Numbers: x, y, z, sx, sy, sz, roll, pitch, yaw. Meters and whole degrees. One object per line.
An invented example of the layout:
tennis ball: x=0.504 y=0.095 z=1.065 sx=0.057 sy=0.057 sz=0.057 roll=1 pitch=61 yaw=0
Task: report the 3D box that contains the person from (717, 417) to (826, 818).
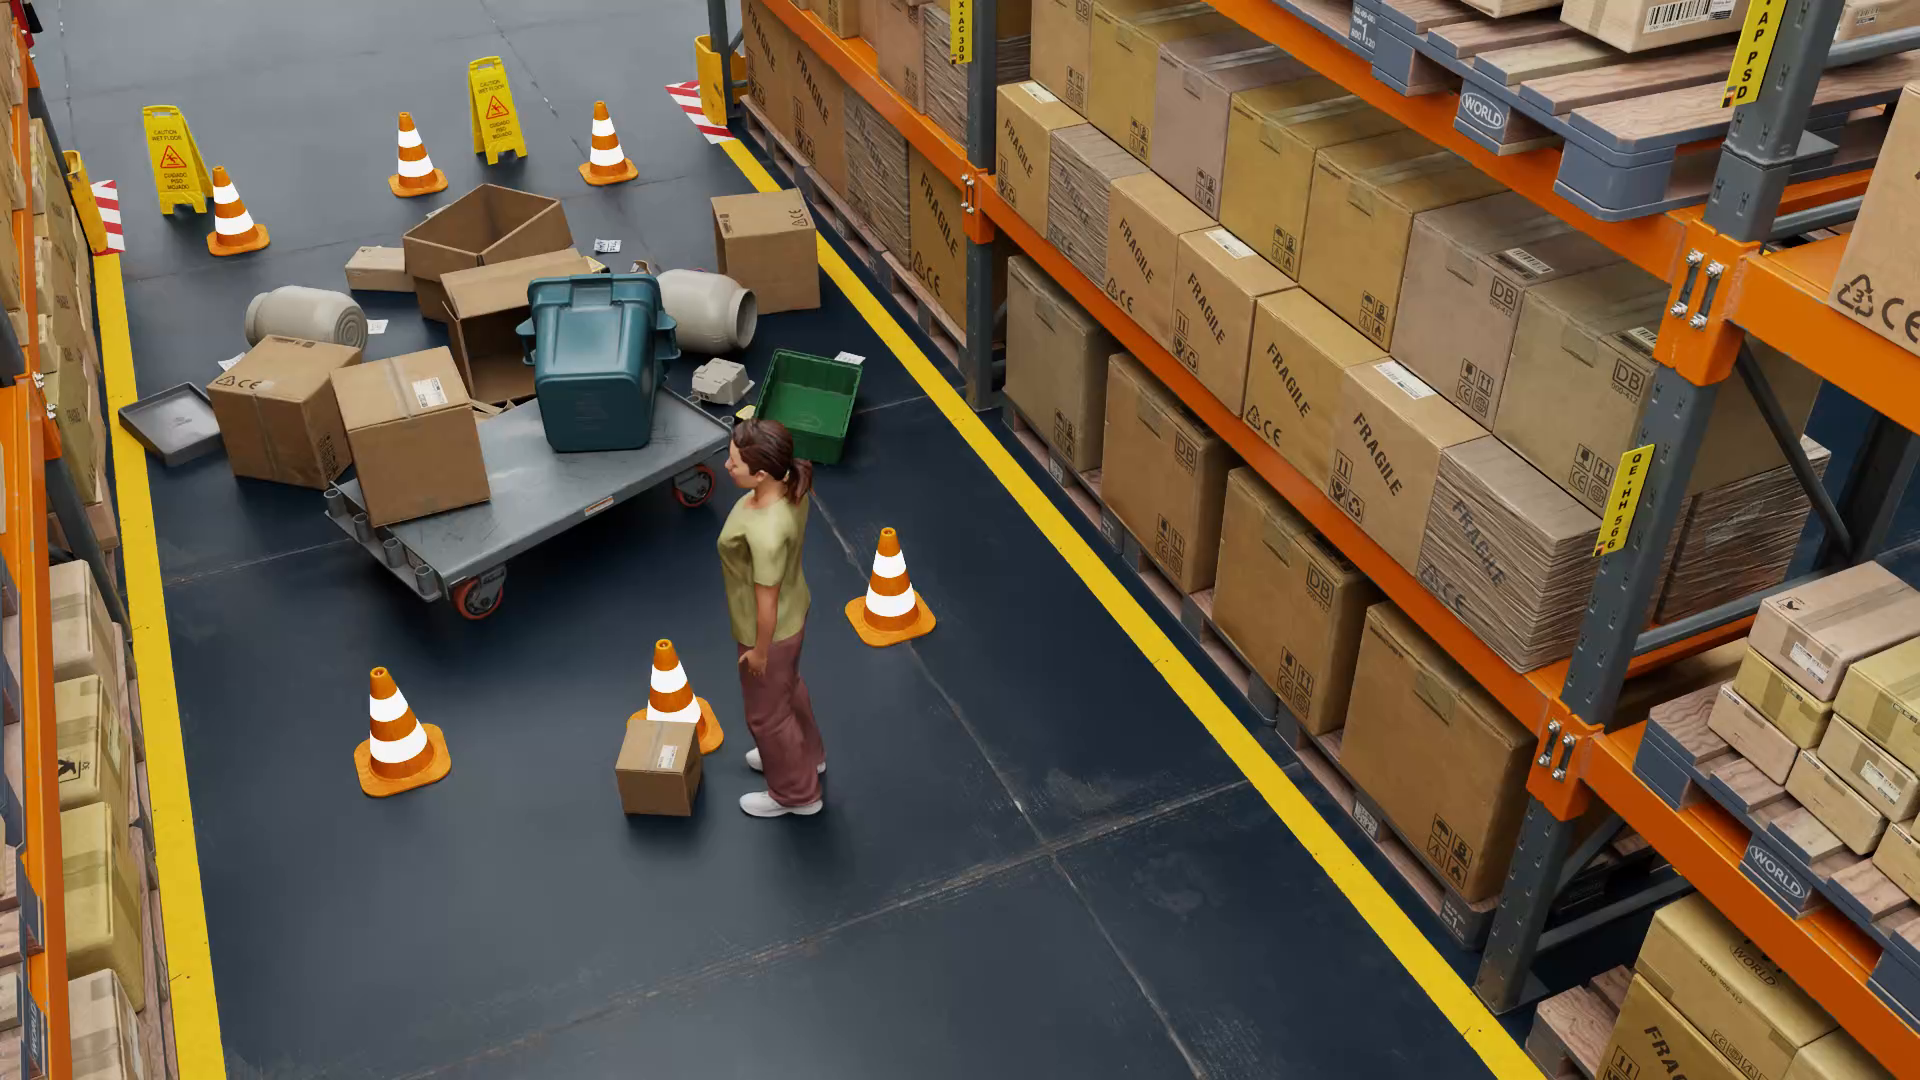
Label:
person: x=-0.649 y=0.295 z=5.788 sx=0.370 sy=1.649 sz=0.440 roll=3 pitch=38 yaw=4
